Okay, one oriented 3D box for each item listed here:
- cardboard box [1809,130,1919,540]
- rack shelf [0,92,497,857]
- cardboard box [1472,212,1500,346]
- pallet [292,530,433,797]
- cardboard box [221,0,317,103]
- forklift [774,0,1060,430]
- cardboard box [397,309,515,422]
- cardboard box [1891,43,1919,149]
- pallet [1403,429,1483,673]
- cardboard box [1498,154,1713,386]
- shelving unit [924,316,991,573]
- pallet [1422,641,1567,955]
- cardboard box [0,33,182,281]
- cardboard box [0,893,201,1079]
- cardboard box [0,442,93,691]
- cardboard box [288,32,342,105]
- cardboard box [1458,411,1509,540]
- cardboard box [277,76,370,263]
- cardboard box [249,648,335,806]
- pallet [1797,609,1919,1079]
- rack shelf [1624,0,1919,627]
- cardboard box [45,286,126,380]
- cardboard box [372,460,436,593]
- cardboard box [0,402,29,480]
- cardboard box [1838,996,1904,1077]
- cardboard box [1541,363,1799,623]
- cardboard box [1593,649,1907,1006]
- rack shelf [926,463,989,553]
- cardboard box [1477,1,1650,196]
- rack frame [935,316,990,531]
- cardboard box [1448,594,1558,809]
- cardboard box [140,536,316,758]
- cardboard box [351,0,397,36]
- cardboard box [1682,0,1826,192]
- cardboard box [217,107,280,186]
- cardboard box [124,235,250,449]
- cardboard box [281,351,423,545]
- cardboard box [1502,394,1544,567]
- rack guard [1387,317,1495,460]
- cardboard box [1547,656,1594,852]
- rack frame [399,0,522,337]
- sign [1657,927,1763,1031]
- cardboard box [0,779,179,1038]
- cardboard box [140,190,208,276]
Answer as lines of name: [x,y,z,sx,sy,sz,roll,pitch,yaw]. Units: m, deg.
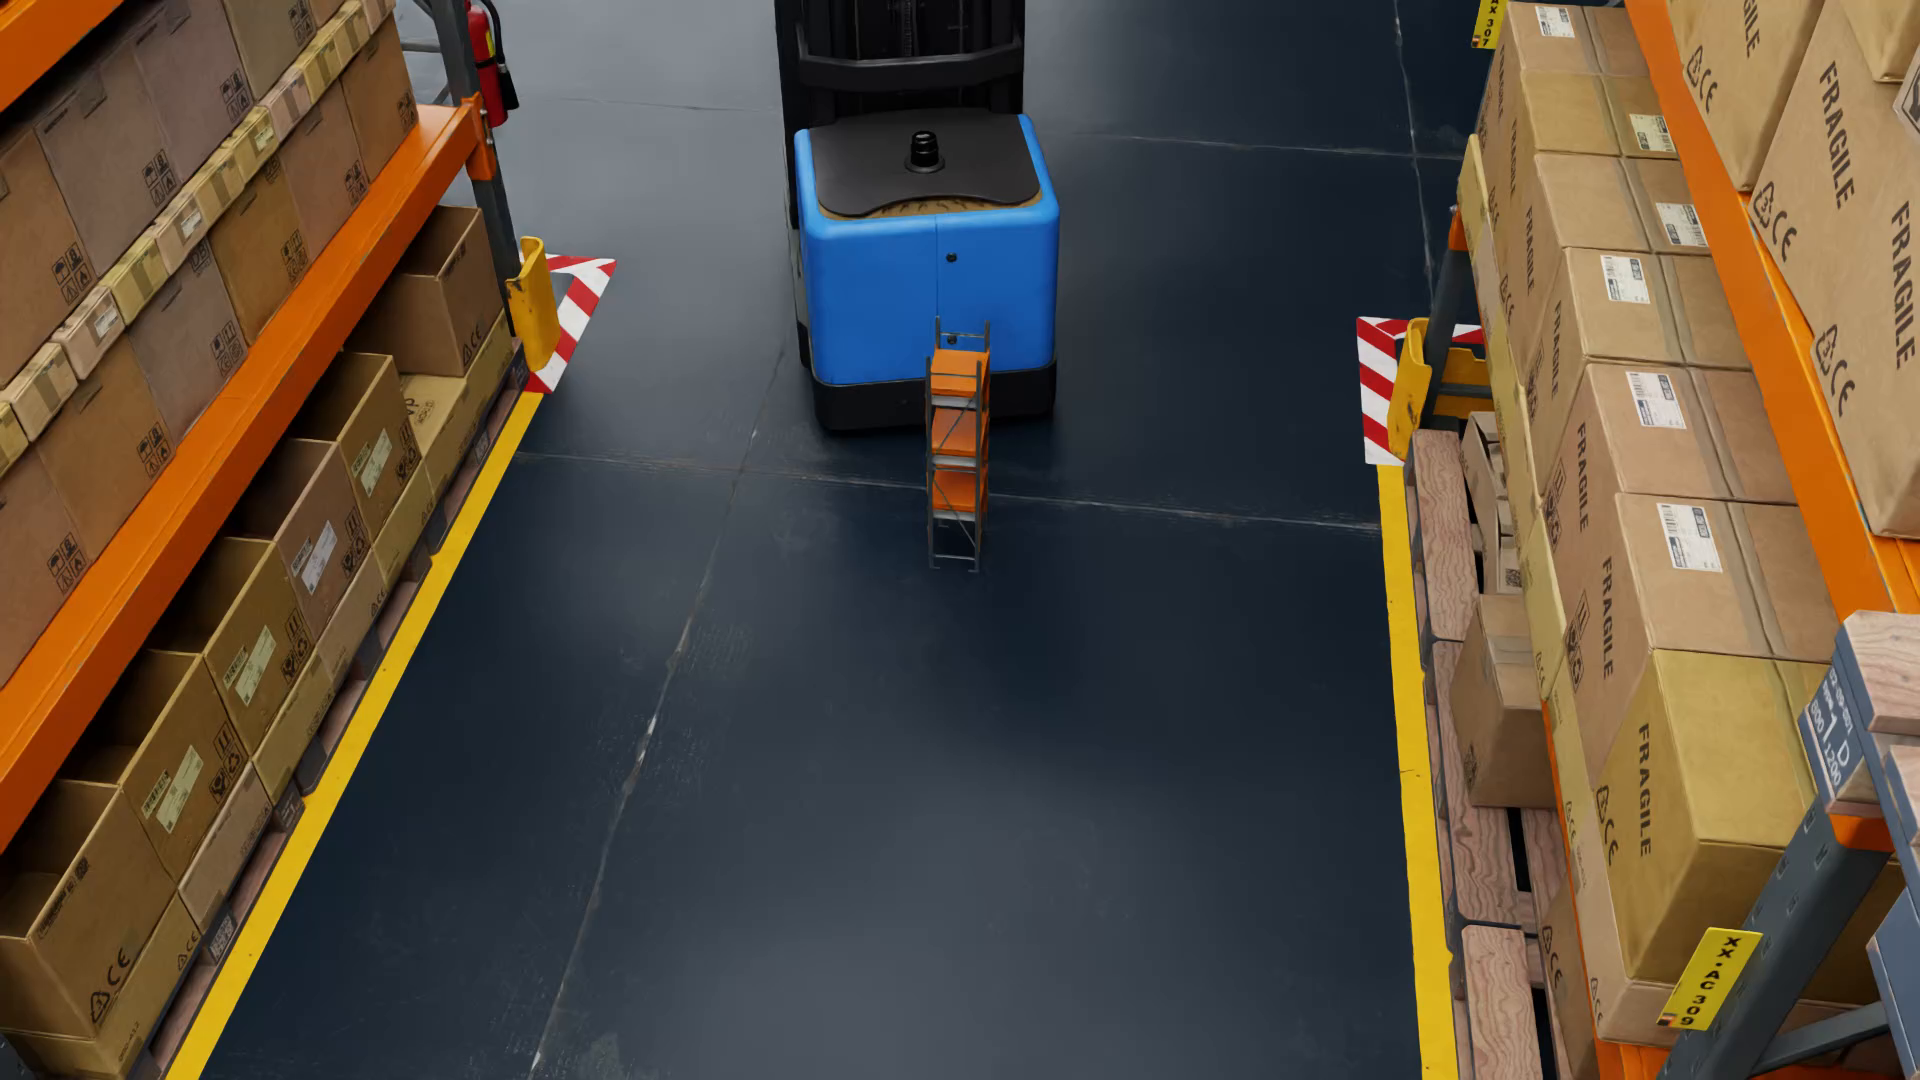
cardboard box: [1.748,-0.327,2.645,0.500,0.500,0.500,6,44,7]
rack shelf: [-2.721,-0.375,5.488,1.077,0.370,4.000,5,44,6]
cardboard box: [2.021,-0.846,5.556,0.500,0.250,0.500,4,44,4]
pallet: [-2.680,0.367,6.209,1.003,0.211,1.213,5,44,6]
cardboard box: [-2.602,-1.795,5.448,0.700,0.500,0.500,4,44,4]
forklift: [-0.293,-2.553,7.315,1.130,2.935,3.031,-5,44,-6]
cardboard box: [-2.234,-0.761,7.067,0.500,0.250,0.500,5,44,6]
cardboard box: [1.723,-0.688,2.298,0.500,0.500,0.500,2,43,2]
pallet: [2.302,0.063,6.530,1.003,0.211,1.213,5,44,6]
cardboard box: [1.944,-0.791,4.953,0.500,0.500,0.500,4,44,4]
shelving unit: [-0.007,-0.345,6.351,0.215,1.050,0.252,5,44,6]
pallet: [2.138,0.892,5.654,1.003,0.211,1.213,5,44,6]
cardboard box: [-2.734,-1.110,4.724,0.700,0.500,0.500,5,44,6]
cardboard box: [-2.623,1.284,4.907,0.500,0.250,0.500,5,44,6]
cardboard box: [-2.869,0.027,4.467,0.700,0.500,0.500,5,44,5]
cardboard box: [-2.385,-1.641,5.757,0.380,0.149,0.250,5,44,5]
cardboard box: [2.274,-0.272,6.491,0.500,0.311,0.500,1,43,1]
cardboard box: [-2.595,-1.360,5.932,0.700,0.500,0.500,6,44,7]
cardboard box: [-2.481,0.603,5.625,0.500,0.250,0.500,5,44,6]
pallet: [1.738,0.564,1.927,1.213,0.211,1.003,5,44,6]
rack shelf: [2.190,-1.017,3.984,1.077,0.370,4.000,5,44,6]
cardboard box: [-2.591,-0.589,4.646,0.380,0.149,0.250,4,44,4]
cardboard box: [-2.353,-0.078,6.346,0.500,0.250,0.500,5,44,6]
cardboard box: [-2.659,-0.237,4.274,0.380,0.149,0.250,5,44,5]
cardboard box: [2.200,0.921,3.691,0.500,0.250,0.500,6,44,6]
cardboard box: [1.819,-0.084,4.206,0.500,0.500,0.500,4,44,4]
cardboard box: [1.681,0.599,3.485,0.500,0.500,0.500,5,44,5]
rack shelf: [-0.007,-0.135,6.549,0.215,0.259,0.240,5,44,6]
cardboard box: [2.093,-1.479,5.679,0.500,0.500,0.500,5,44,6]
rack frame: [0.009,-0.428,6.438,0.200,1.050,0.008,5,44,6]
cardboard box: [2.052,0.543,5.492,0.700,0.500,0.500,3,44,3]
cardboard box: [-2.481,0.331,5.368,0.500,0.500,0.500,5,44,6]
cardboard box: [-2.318,-1.994,6.129,0.380,0.149,0.250,5,44,5]
cardboard box: [1.862,-1.050,3.408,0.500,0.500,0.500,4,44,4]
cardboard box: [-2.455,-1.291,5.387,0.380,0.149,0.250,6,44,7]
cardboard box: [-2.733,-0.664,5.196,0.700,0.500,0.500,6,44,7]
cardboard box: [-2.350,-0.350,6.088,0.500,0.500,0.500,5,44,6]
cardboard box: [1.878,-0.155,4.826,0.500,0.250,0.500,6,44,6]
rack guard: [2.444,-0.592,7.012,1.175,0.500,0.348,5,44,6]
cardboard box: [1.762,0.532,4.101,0.500,0.250,0.500,5,44,6]
rack frame: [-2.456,-2.000,6.680,1.000,3.000,0.127,5,44,6]
sign: [1.387,0.816,3.077,0.100,0.325,0.005,5,44,6]
cardboard box: [-2.614,1.013,4.648,0.500,0.500,0.500,5,44,6]
cardboard box: [-2.521,-0.936,5.013,0.380,0.149,0.250,5,44,5]
